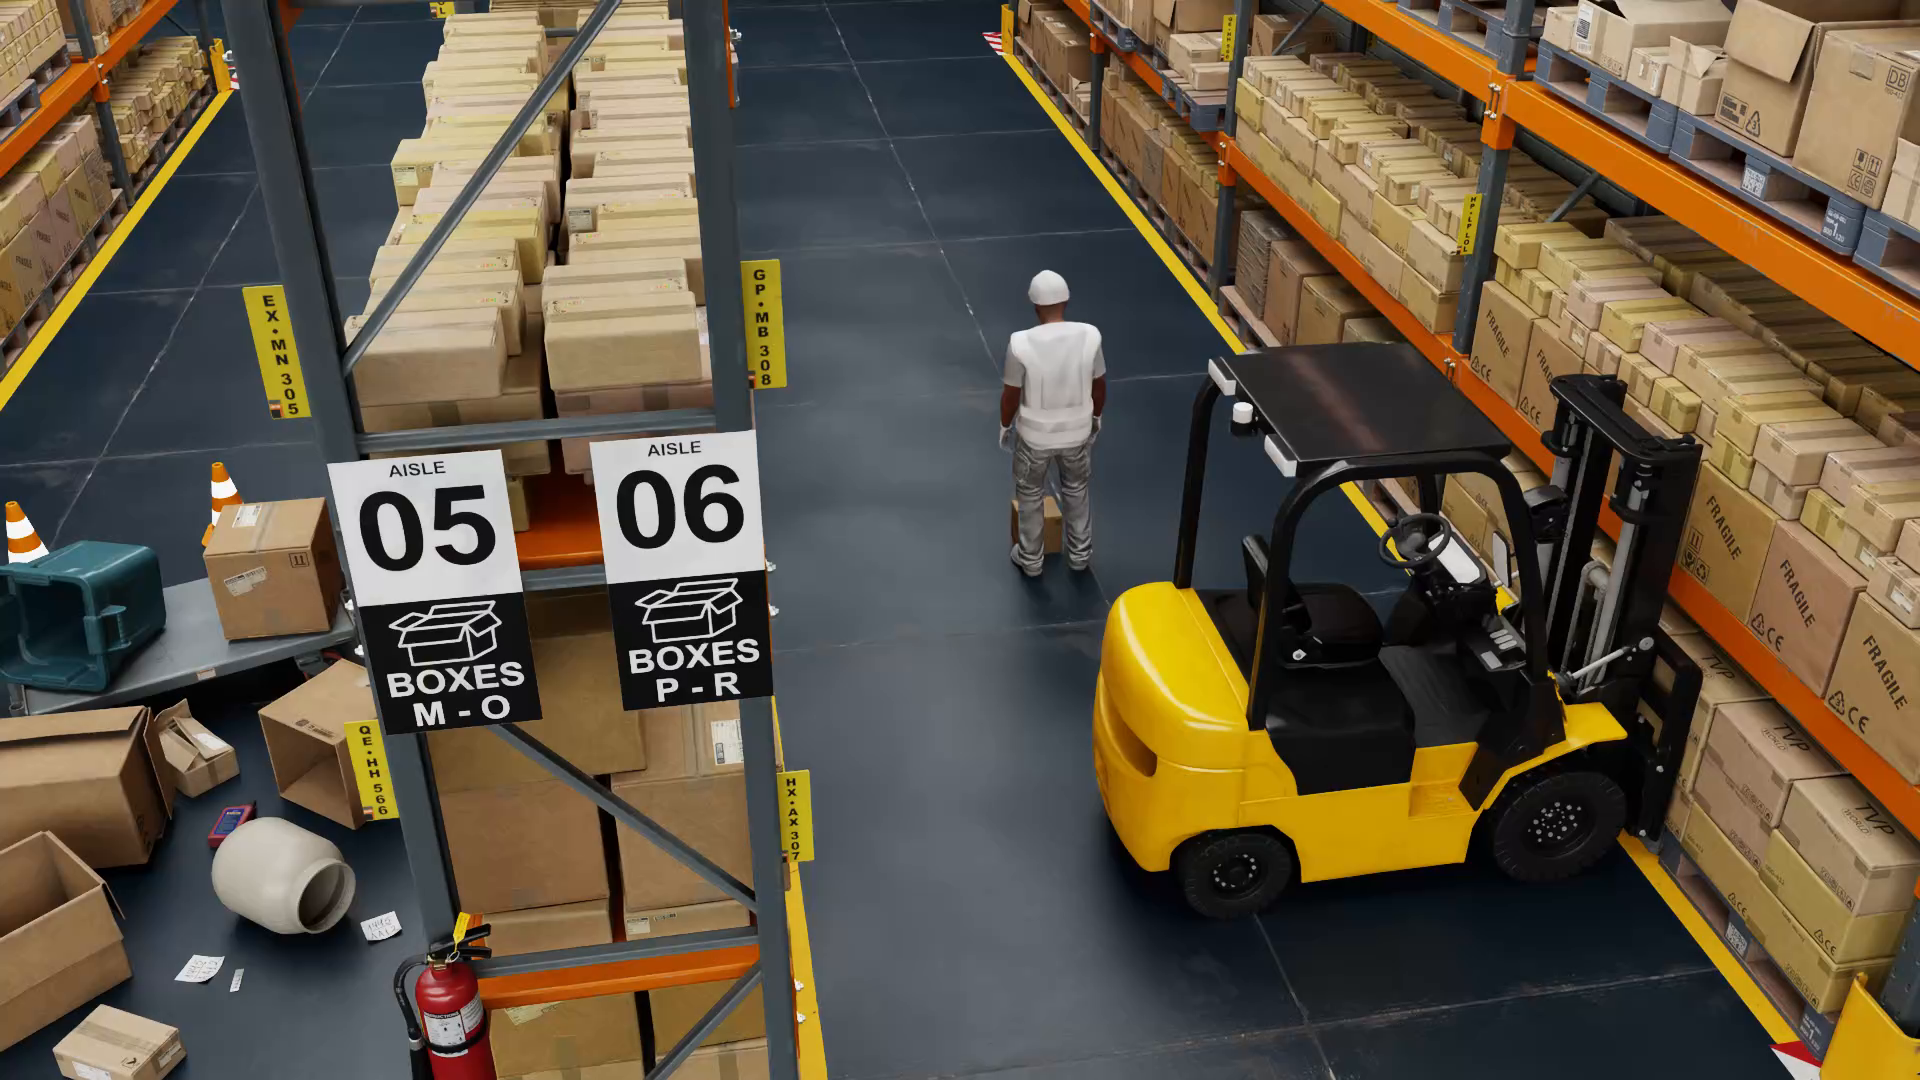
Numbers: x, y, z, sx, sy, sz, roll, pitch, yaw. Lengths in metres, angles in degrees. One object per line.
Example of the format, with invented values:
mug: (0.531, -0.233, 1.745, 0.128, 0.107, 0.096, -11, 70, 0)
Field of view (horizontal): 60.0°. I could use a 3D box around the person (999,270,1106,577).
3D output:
person: (0.505, -0.622, 9.187, 0.598, 1.774, 0.442, -6, 31, -11)
